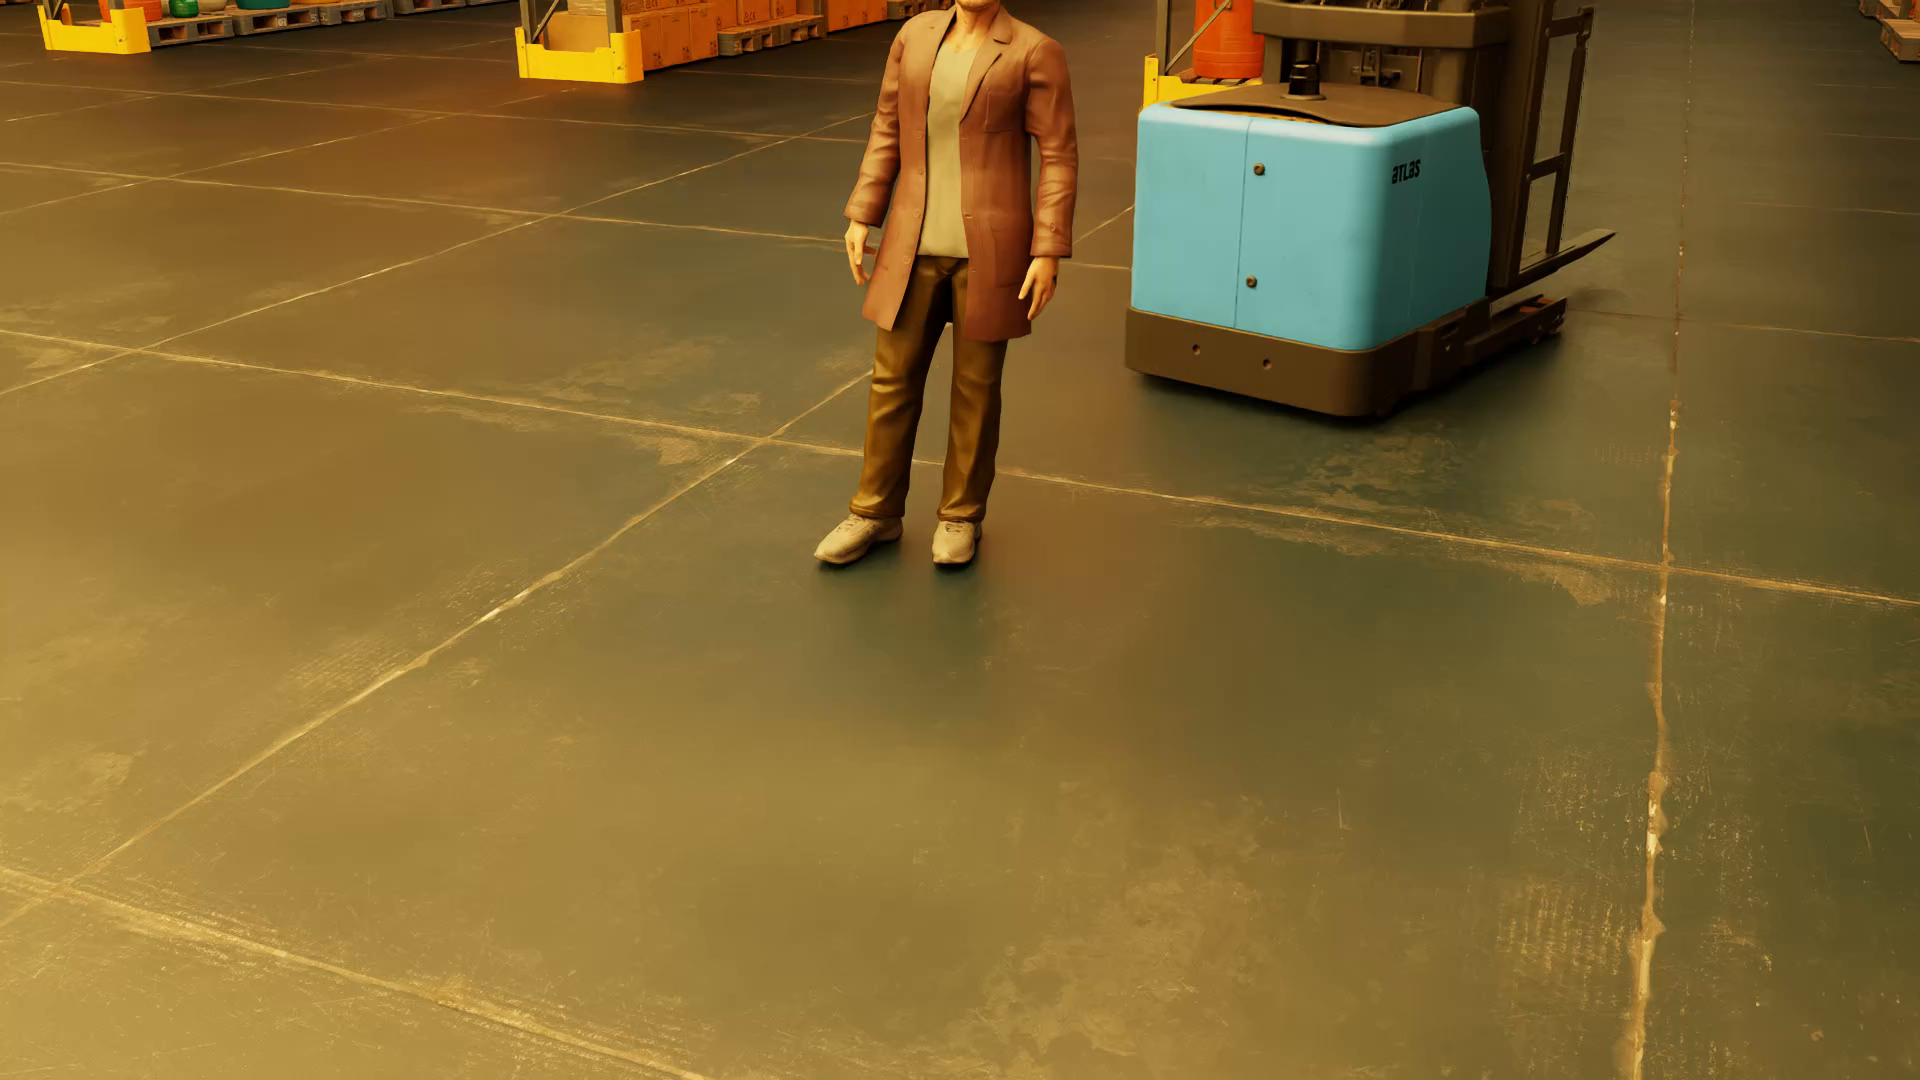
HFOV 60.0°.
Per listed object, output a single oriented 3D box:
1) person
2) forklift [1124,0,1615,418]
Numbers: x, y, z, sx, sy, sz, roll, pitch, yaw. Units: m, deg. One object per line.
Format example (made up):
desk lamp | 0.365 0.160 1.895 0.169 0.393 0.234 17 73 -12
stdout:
person | -0.039 -0.795 4.672 0.694 1.776 0.582 9 24 21
forklift | 1.977 -2.290 6.770 1.130 2.935 3.031 18 29 36
